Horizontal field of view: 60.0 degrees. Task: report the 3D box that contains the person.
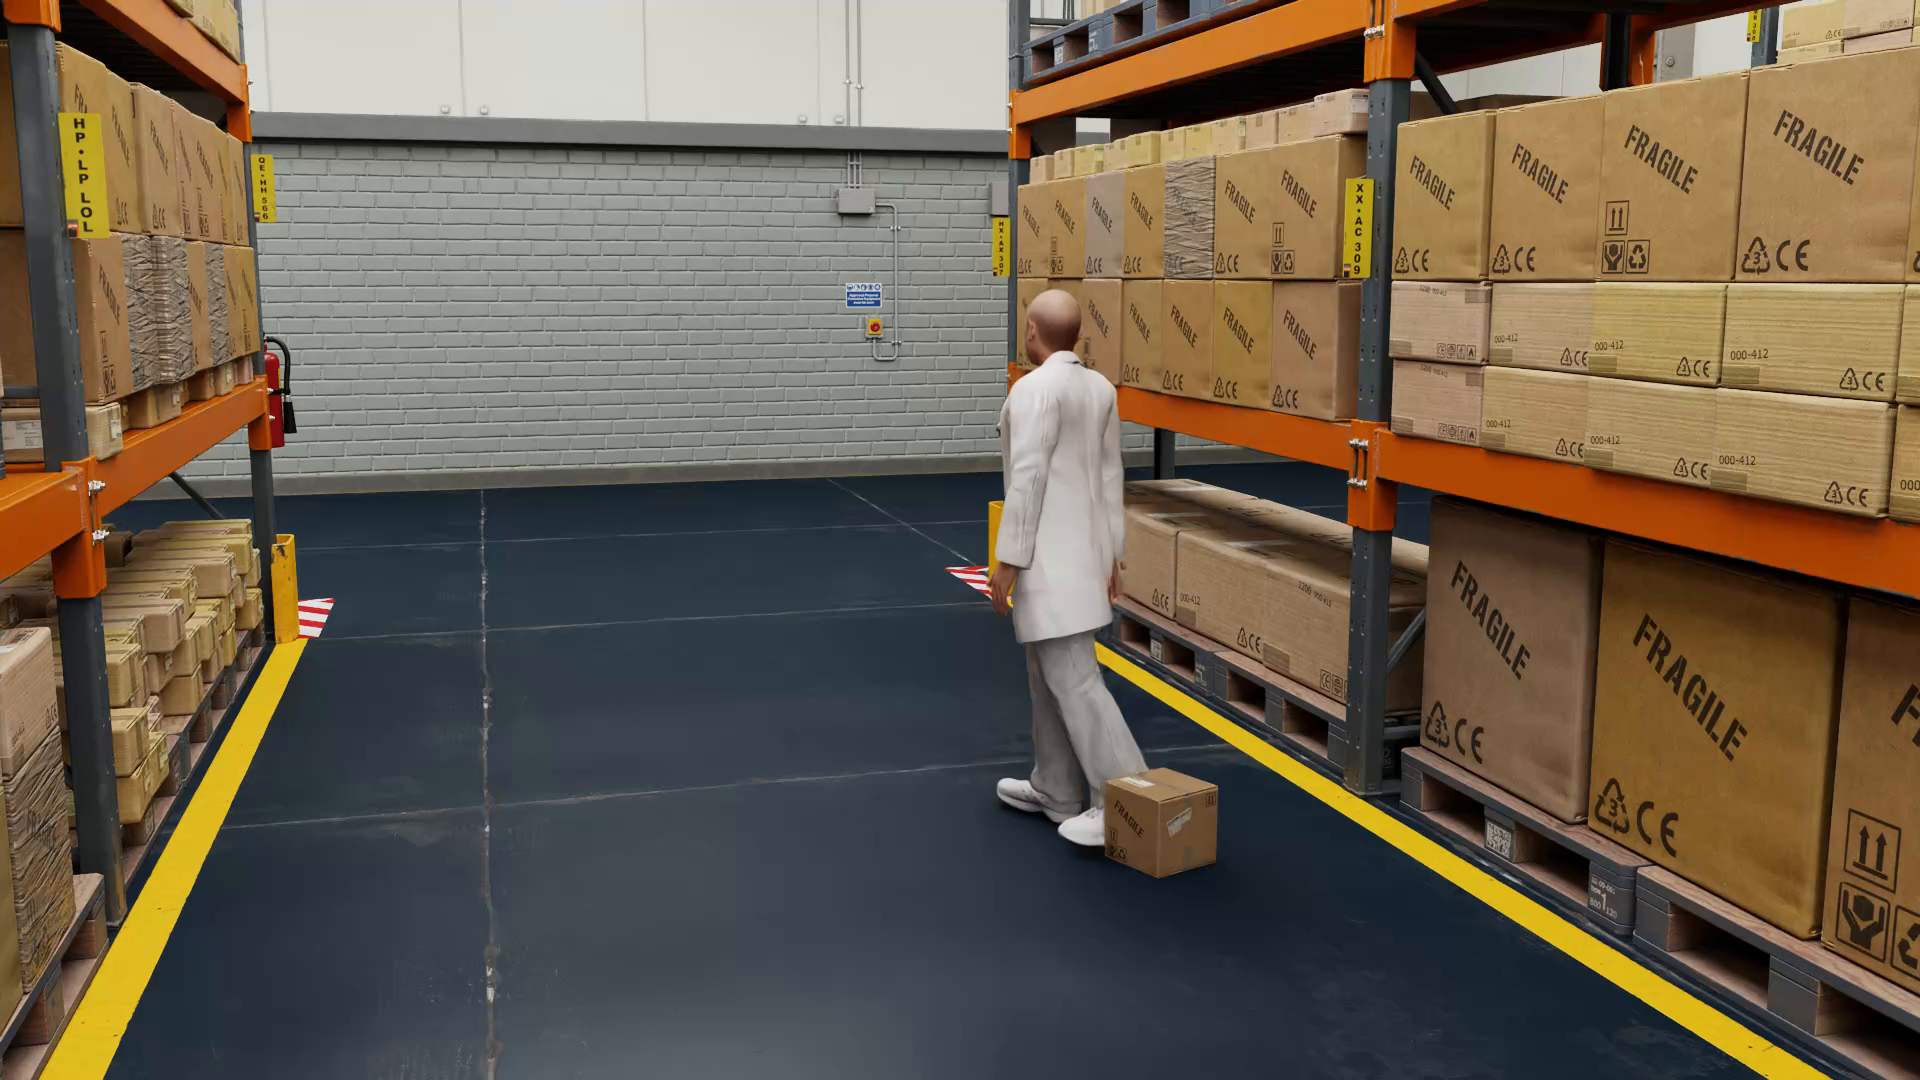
[{"bbox_3d":[0.378,0.077,5.428,0.665,1.769,0.606,5,10,28],"label":"person"}]
